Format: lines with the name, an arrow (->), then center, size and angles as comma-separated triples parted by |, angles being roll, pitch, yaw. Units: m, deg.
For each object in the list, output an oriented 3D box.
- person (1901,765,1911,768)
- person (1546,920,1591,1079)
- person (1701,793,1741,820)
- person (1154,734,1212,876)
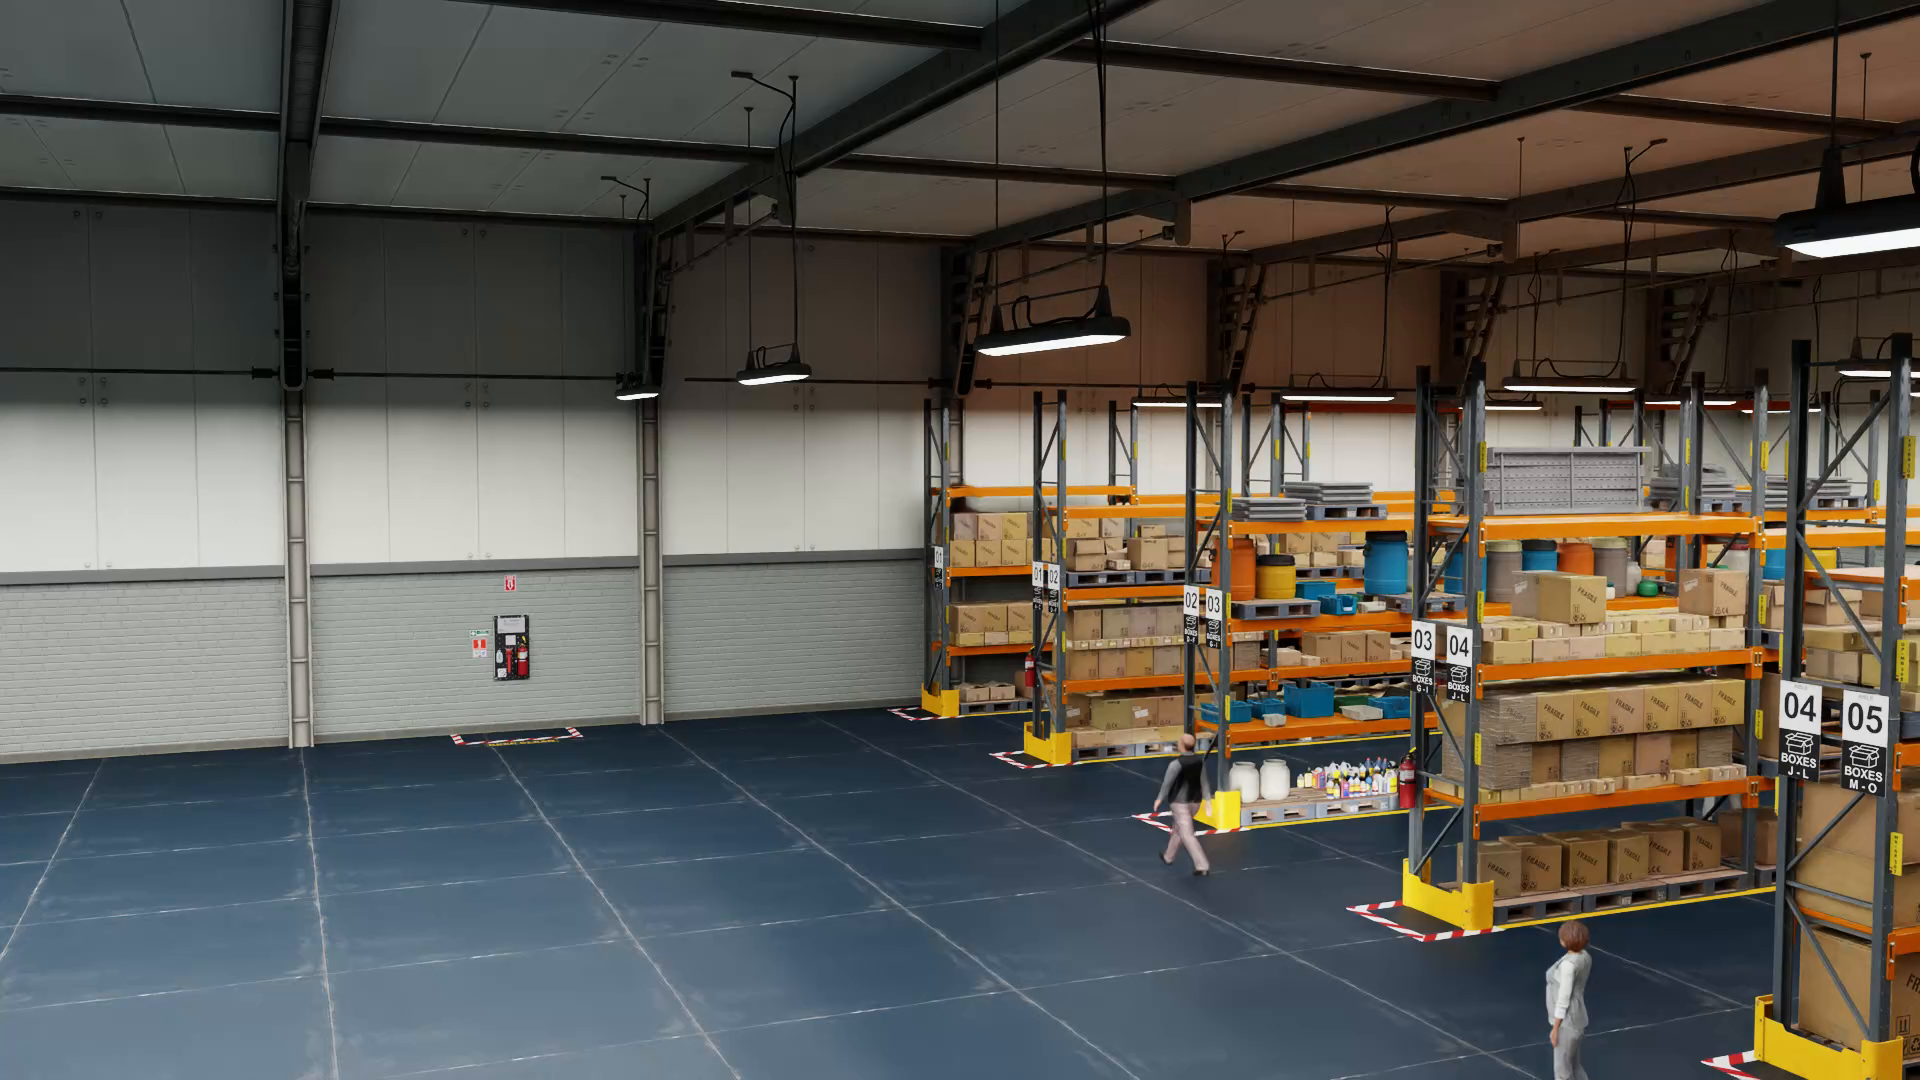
person -> 10.167, 3.258, 18.262 | 0.568, 1.671, 0.470 | 1, 3, 15
person -> 4.536, 3.639, 12.454 | 0.460, 1.613, 0.433 | 1, 4, 17
person -> 10.387, 2.938, 22.745 | 0.626, 1.786, 0.457 | -1, 3, -16
person -> 2.653, 3.150, 19.915 | 0.563, 1.671, 1.054 | -3, 4, -41
